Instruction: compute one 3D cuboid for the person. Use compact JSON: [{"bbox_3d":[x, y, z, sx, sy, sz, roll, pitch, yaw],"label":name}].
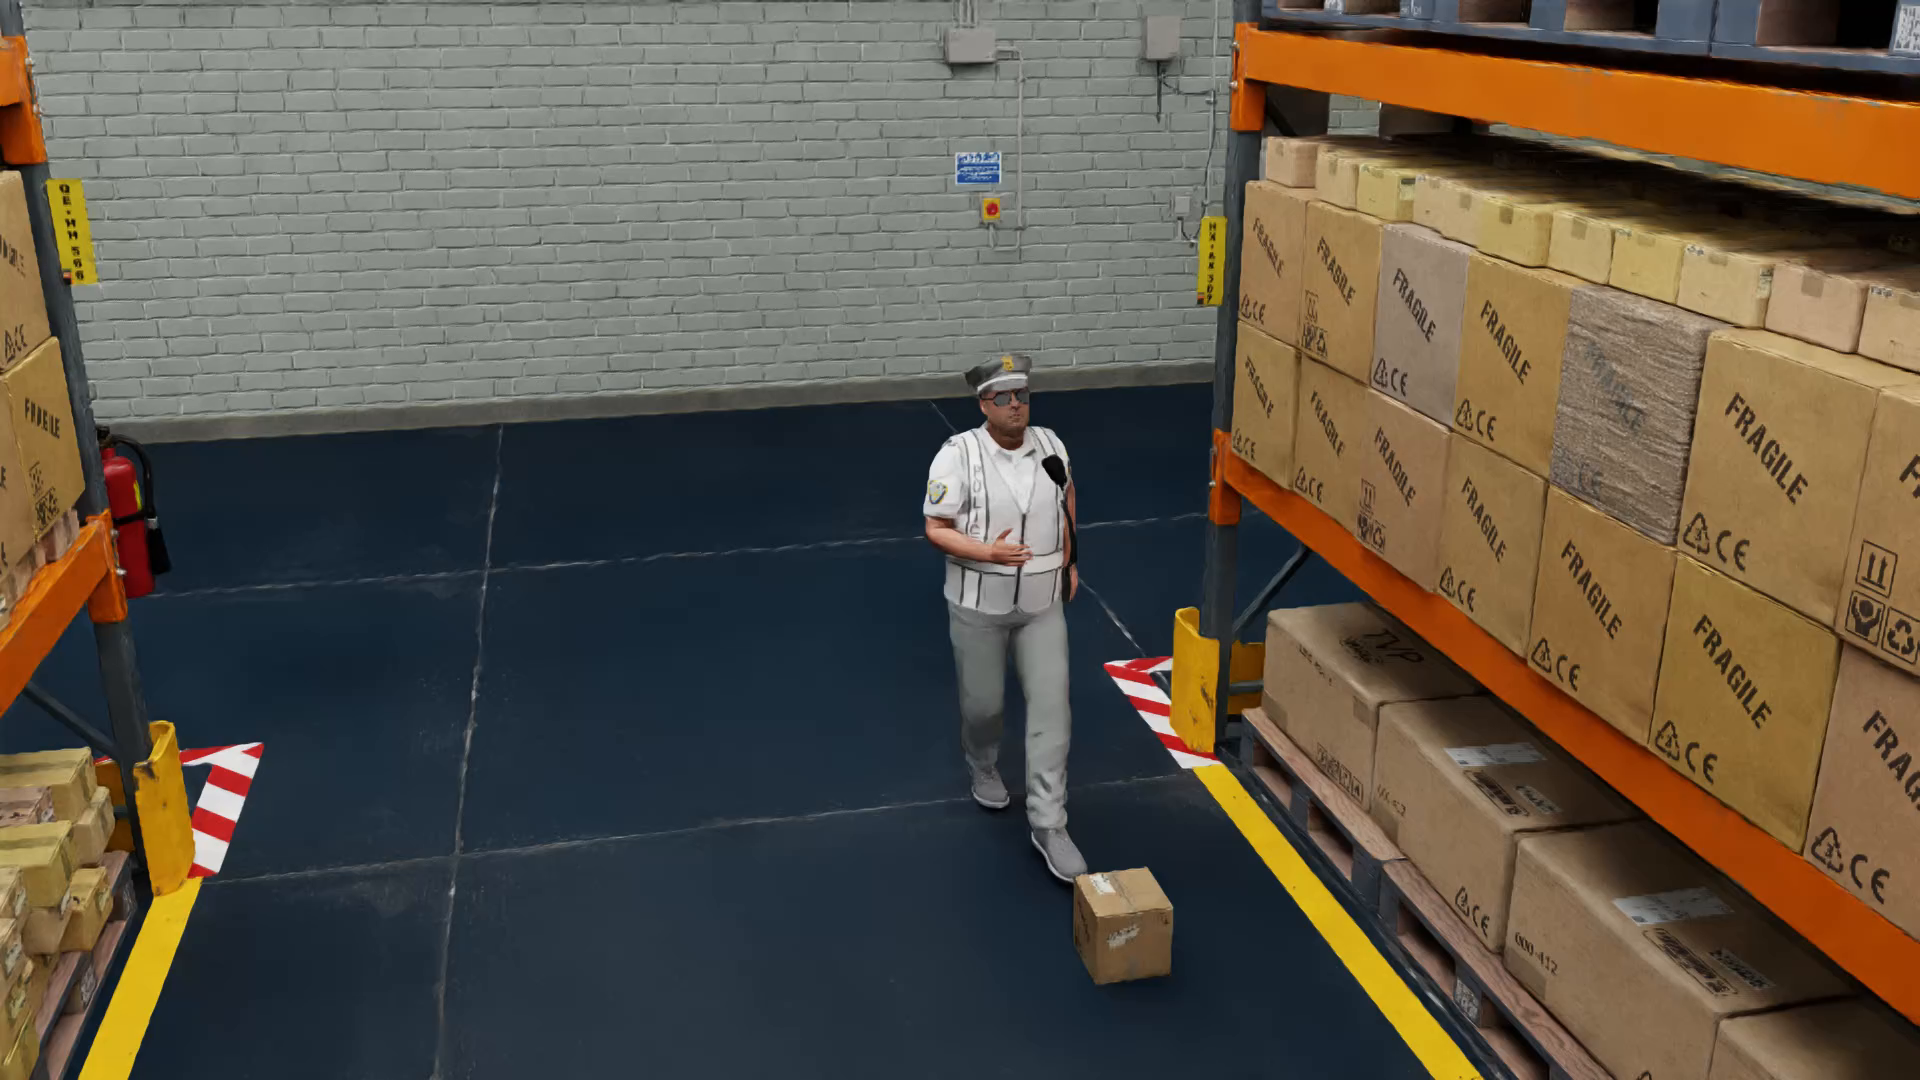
[{"bbox_3d":[0.184,0.241,5.836,0.592,1.757,0.922,-3,20,-10],"label":"person"}]
